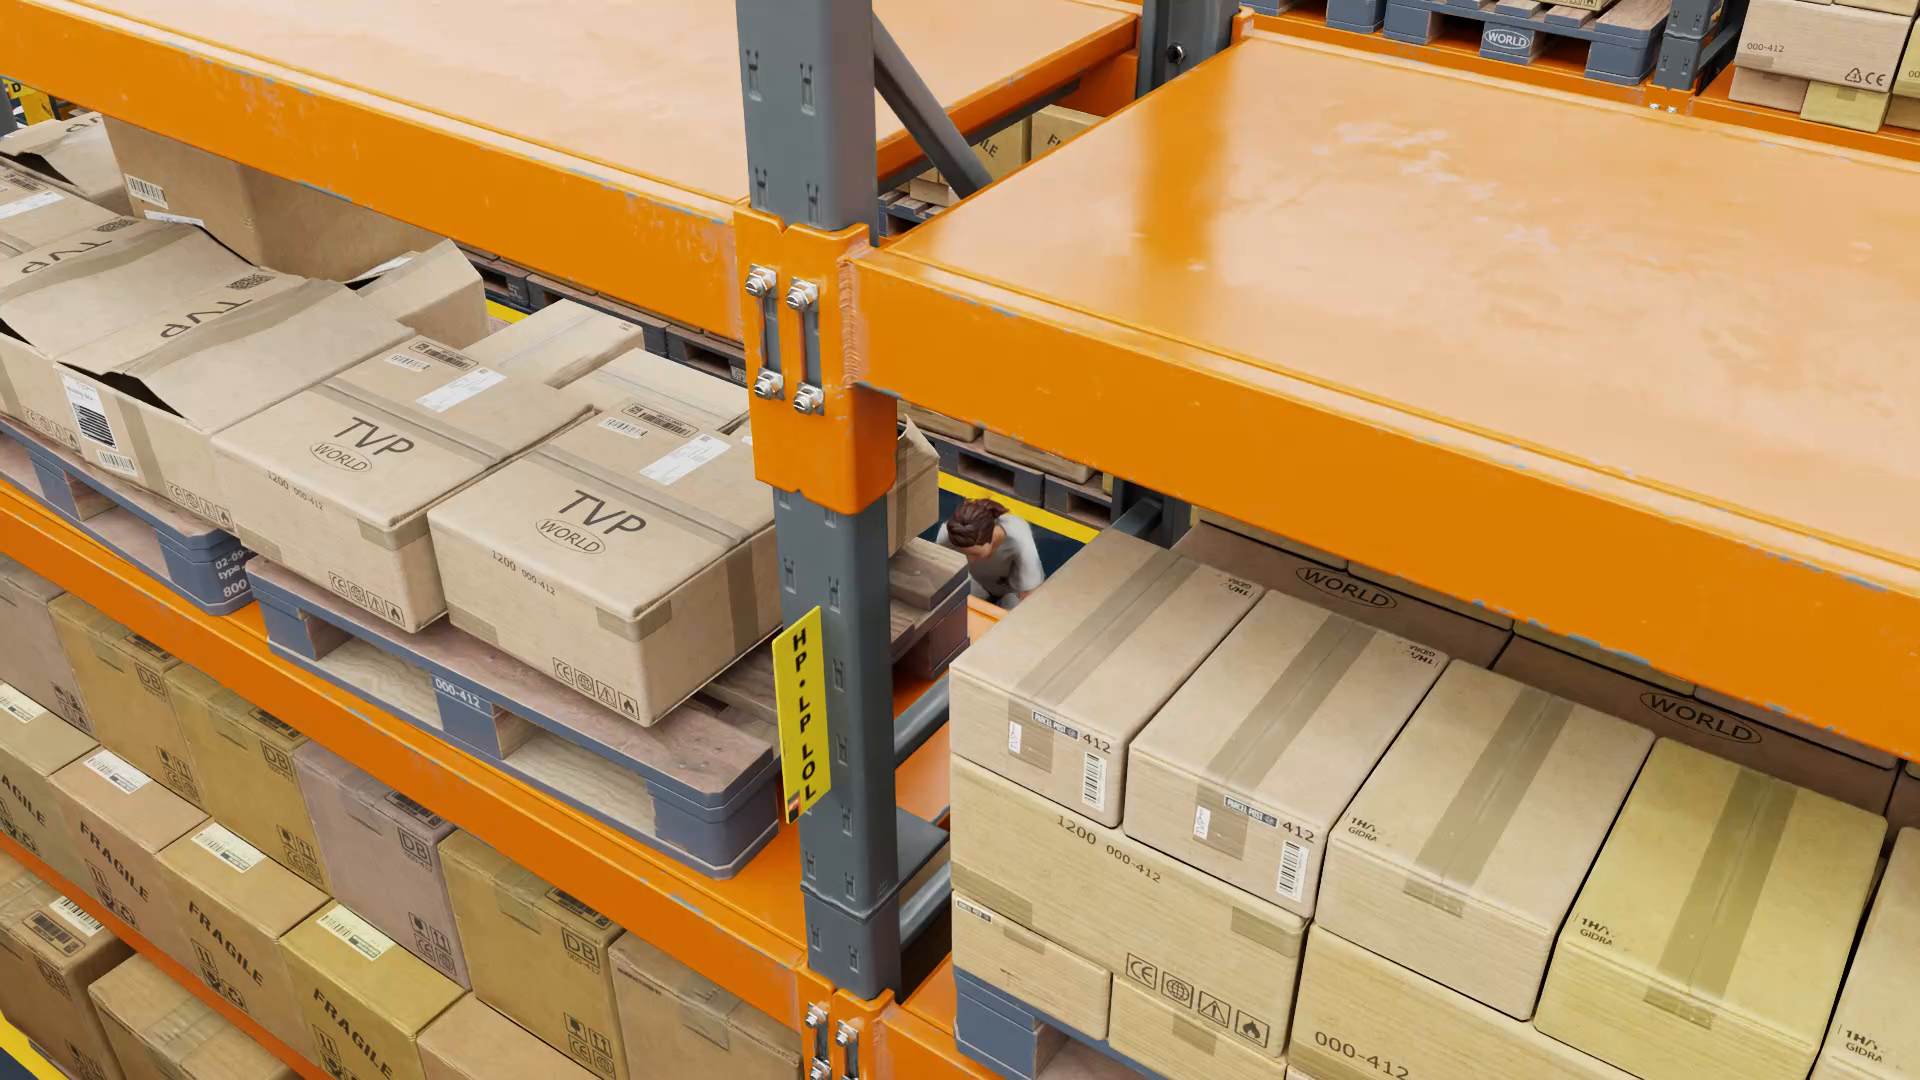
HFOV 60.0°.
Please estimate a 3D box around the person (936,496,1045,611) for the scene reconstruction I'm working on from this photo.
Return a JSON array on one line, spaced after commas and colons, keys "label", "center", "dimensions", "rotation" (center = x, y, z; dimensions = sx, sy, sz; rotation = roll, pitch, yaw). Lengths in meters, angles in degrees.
[{"label": "person", "center": [0.138, 0.300, 7.017], "dimensions": [0.491, 1.333, 0.667], "rotation": [15, 38, 21]}]
